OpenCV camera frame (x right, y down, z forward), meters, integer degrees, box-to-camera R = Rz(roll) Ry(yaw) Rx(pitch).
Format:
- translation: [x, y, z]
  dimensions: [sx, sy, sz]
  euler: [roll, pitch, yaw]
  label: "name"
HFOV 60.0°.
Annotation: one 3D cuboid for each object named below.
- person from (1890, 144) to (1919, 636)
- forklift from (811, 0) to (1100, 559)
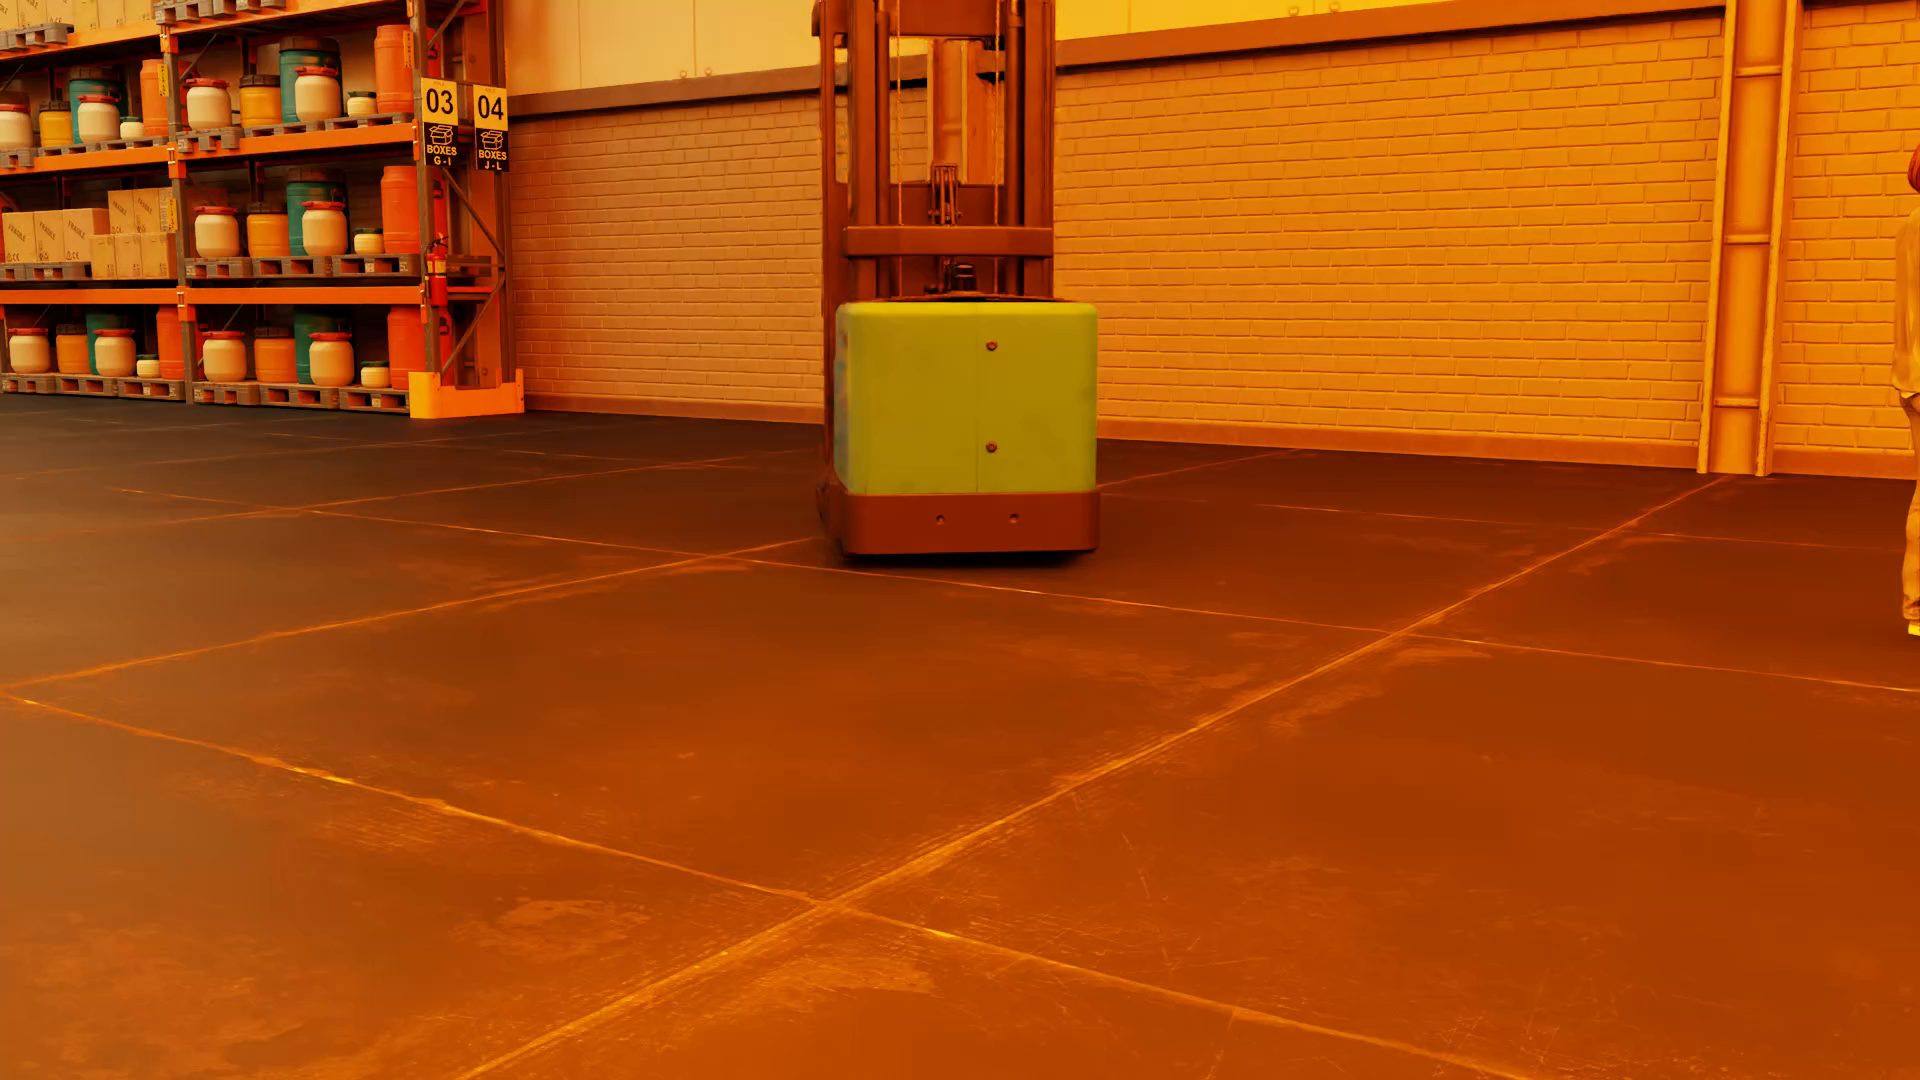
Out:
- translation: [3.165, -0.469, 5.184]
  dimensions: [0.474, 1.598, 0.519]
  euler: [2, 8, 14]
  label: "person"
- translation: [-0.139, -1.541, 8.026]
  dimensions: [1.130, 2.935, 3.031]
  euler: [-1, 8, -8]
  label: "forklift"
